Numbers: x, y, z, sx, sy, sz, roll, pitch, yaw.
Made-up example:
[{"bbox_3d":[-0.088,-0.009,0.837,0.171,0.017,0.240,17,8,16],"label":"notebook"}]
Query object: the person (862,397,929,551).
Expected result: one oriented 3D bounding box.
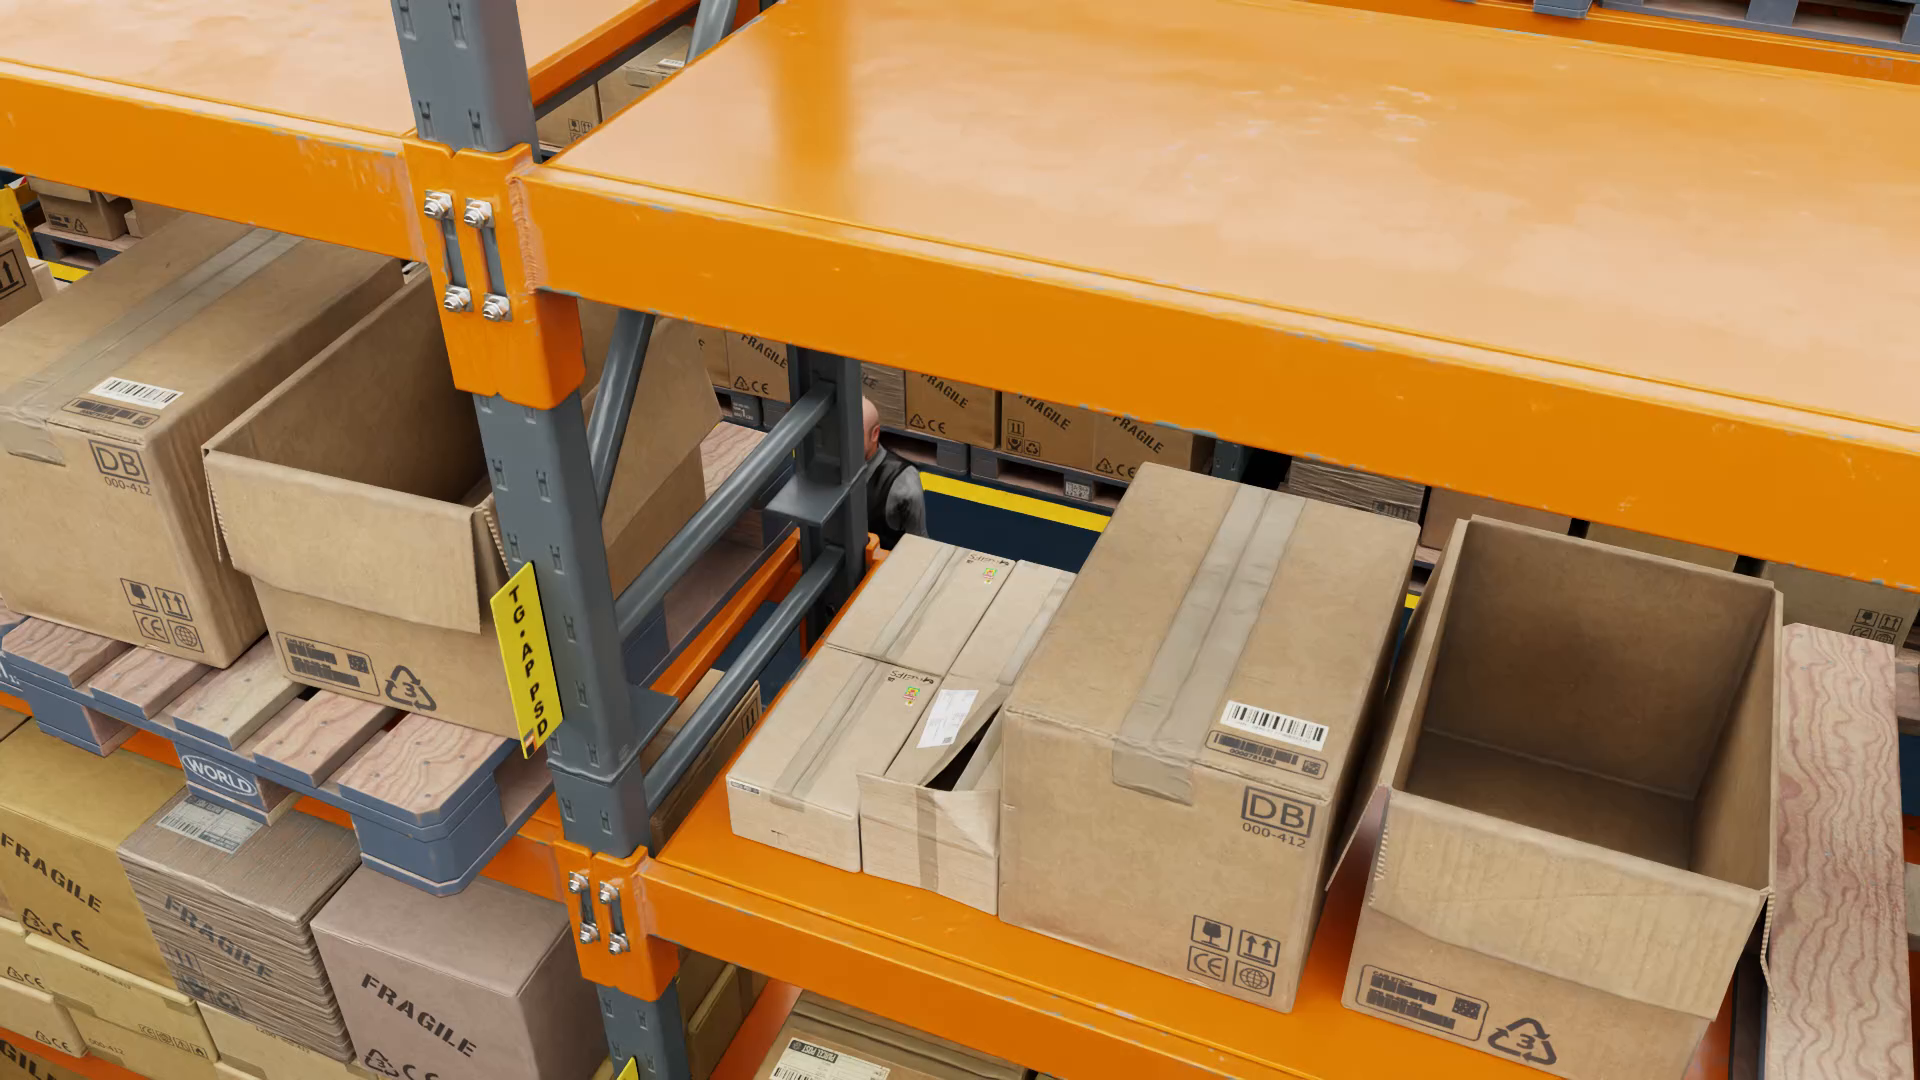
[{"bbox_3d":[-0.437,0.245,6.504,0.565,1.720,0.623,20,42,24],"label":"person"}]
